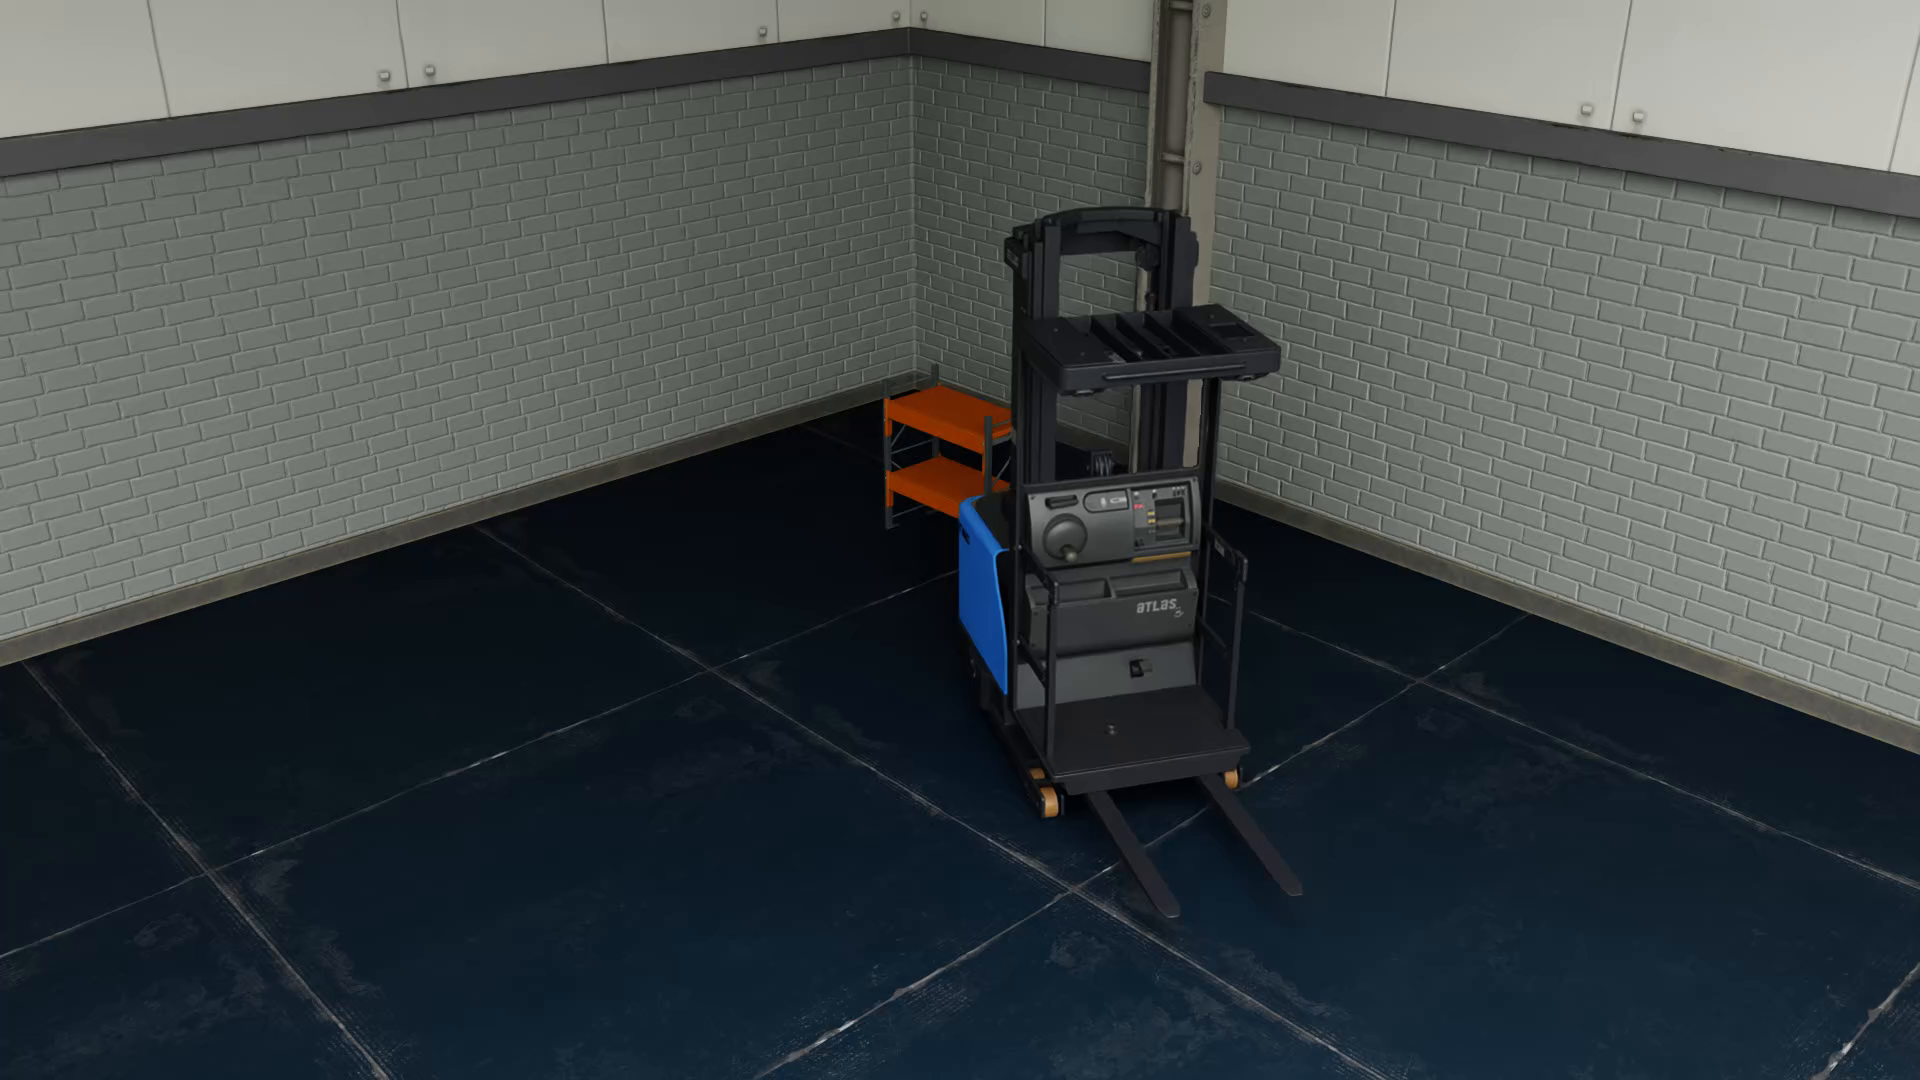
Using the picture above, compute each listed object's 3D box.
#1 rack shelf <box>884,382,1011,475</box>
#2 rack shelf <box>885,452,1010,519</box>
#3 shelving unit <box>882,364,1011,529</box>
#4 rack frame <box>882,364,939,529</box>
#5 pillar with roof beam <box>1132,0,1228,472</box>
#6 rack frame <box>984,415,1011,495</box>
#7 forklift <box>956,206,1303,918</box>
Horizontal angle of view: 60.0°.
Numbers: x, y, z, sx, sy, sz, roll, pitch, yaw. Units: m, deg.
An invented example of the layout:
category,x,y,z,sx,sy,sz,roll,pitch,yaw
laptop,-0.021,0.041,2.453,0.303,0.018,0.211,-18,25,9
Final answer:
category,x,y,z,sx,sy,sz,roll,pitch,yaw
rack shelf,0.005,-0.776,11.391,0.538,0.278,1.000,-21,32,-38
rack shelf,0.005,-0.287,11.614,0.538,0.278,1.000,-21,32,-38
shelving unit,0.005,-0.510,11.512,0.538,1.125,1.048,-21,32,-38
rack frame,-0.343,-0.664,11.850,0.500,1.125,0.032,-21,32,-38
pillar with roof beam,-1.595,-3.275,8.087,9.100,9.000,0.400,-21,32,-38
rack frame,0.352,-0.356,11.174,0.500,1.125,0.032,-21,32,-38
forklift,0.858,-0.073,8.379,1.130,2.935,3.031,-6,25,-14
